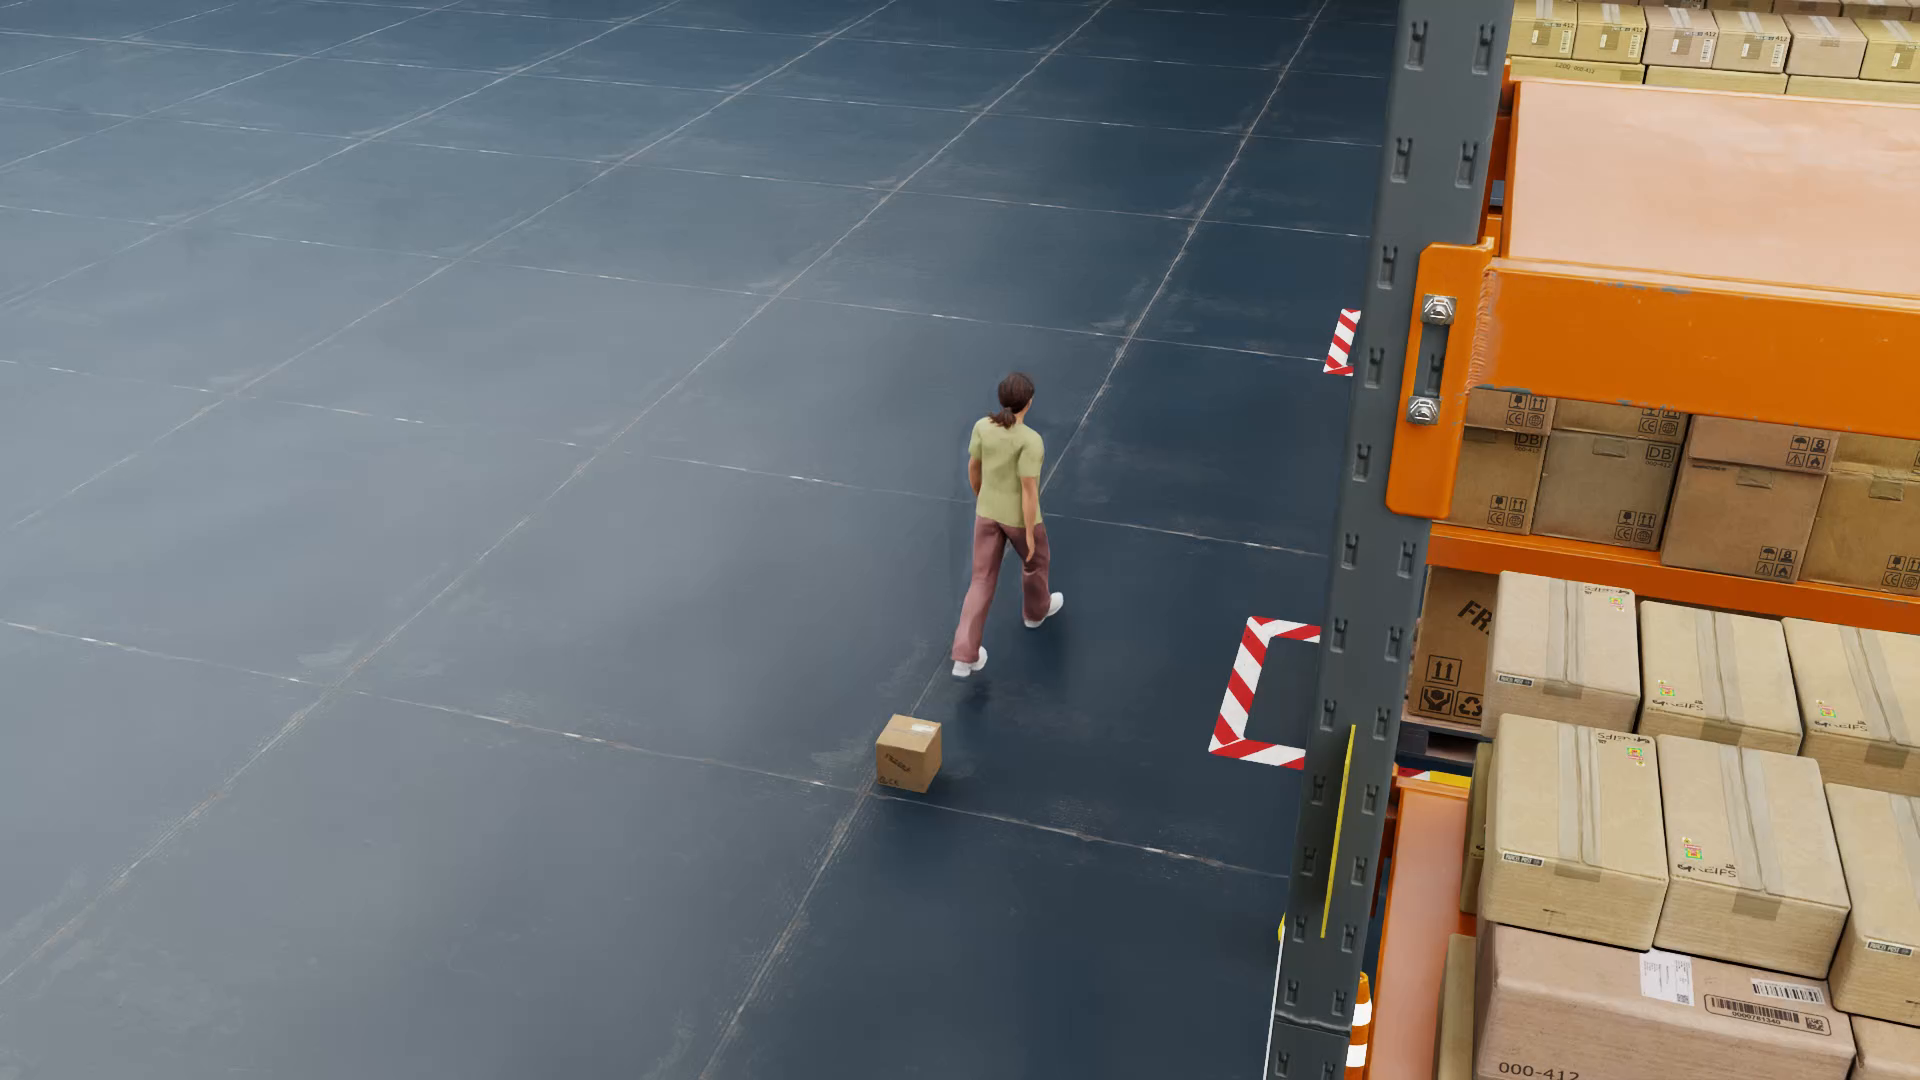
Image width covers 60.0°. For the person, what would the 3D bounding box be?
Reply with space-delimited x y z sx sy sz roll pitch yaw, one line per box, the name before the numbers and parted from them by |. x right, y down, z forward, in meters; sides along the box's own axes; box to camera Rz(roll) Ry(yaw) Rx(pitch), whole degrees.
person | 0.234 -0.122 8.745 0.464 1.615 1.053 14 32 24
